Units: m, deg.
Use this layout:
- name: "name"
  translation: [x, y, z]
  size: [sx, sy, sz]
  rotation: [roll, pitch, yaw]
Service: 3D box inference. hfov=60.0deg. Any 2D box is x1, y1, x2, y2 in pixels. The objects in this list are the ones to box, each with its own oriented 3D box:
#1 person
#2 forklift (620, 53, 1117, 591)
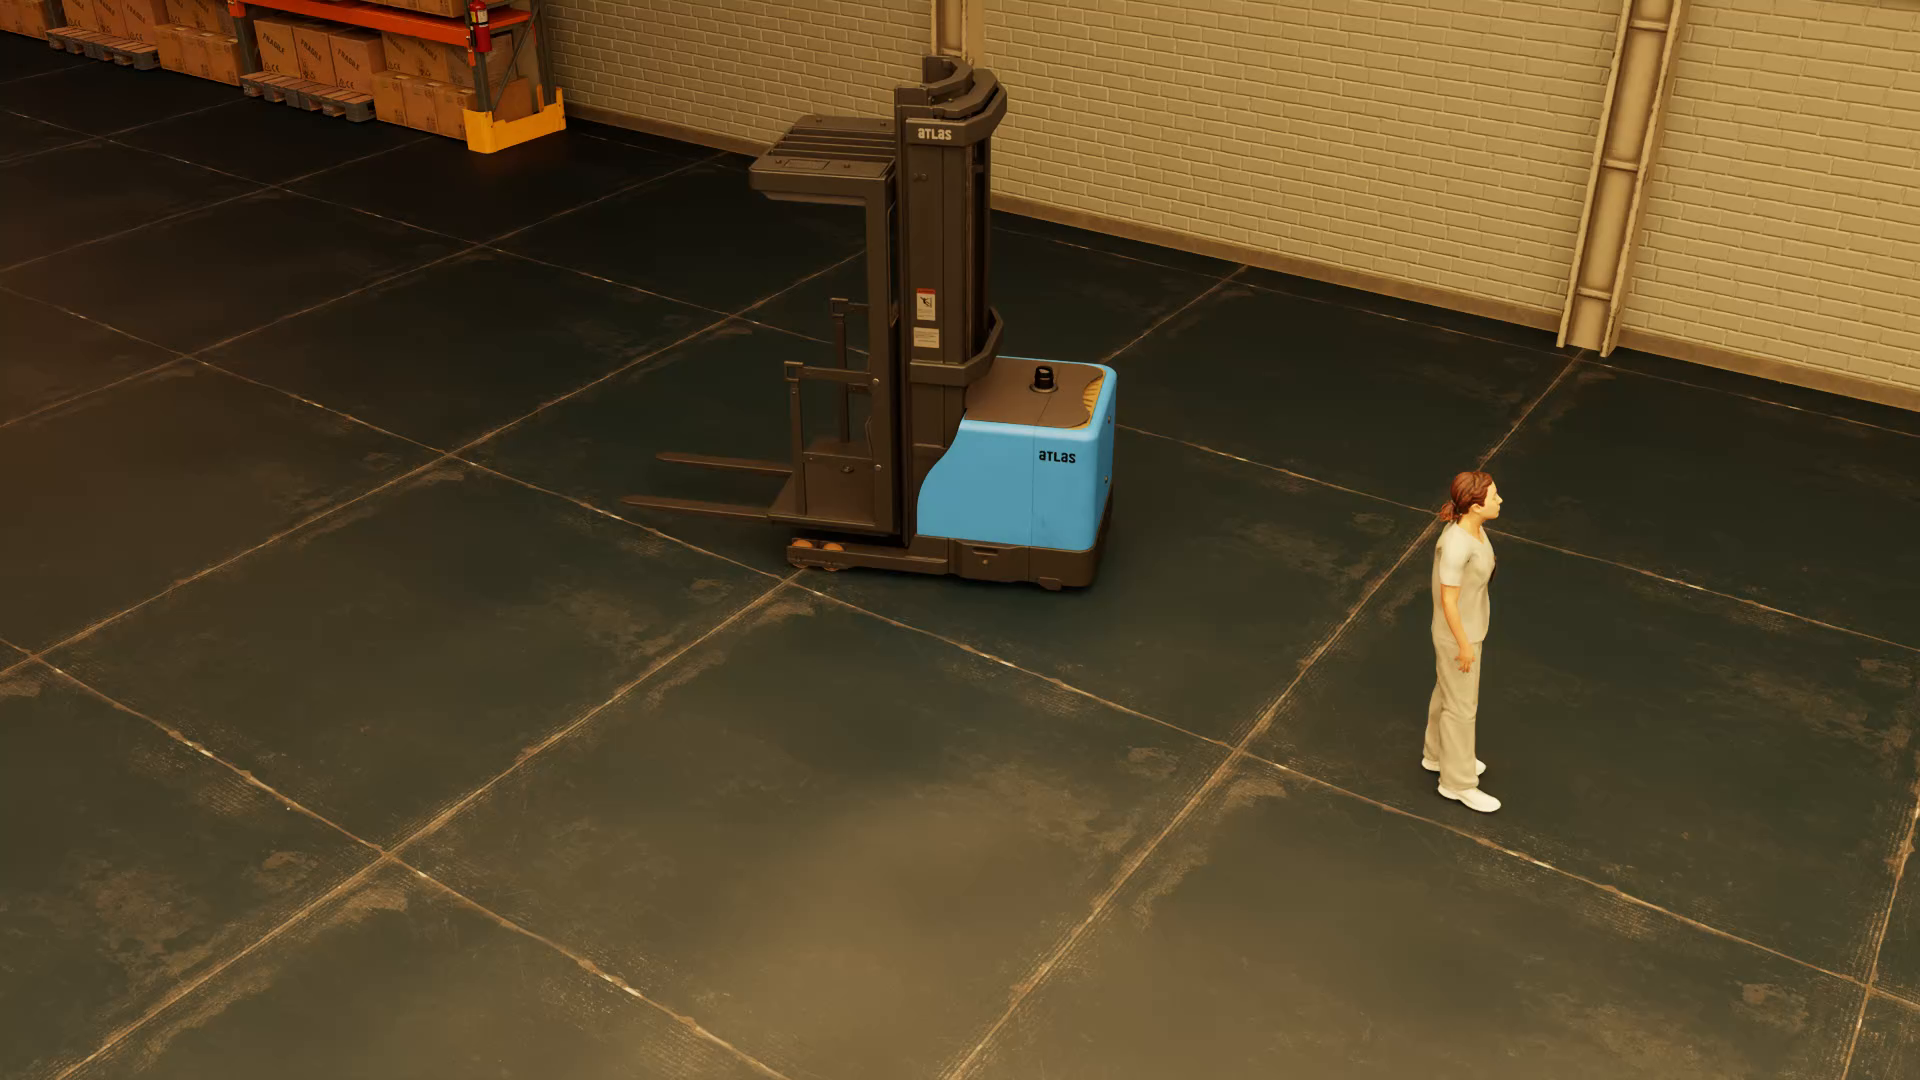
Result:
- name: "person"
  translation: [2.496, 0.454, 8.034]
  size: [0.532, 1.673, 0.550]
  rotation: [12, 32, 19]
- name: "forklift"
  translation: [-0.596, -1.330, 9.871]
  size: [3.031, 2.935, 1.130]
  rotation: [6, 31, 10]
